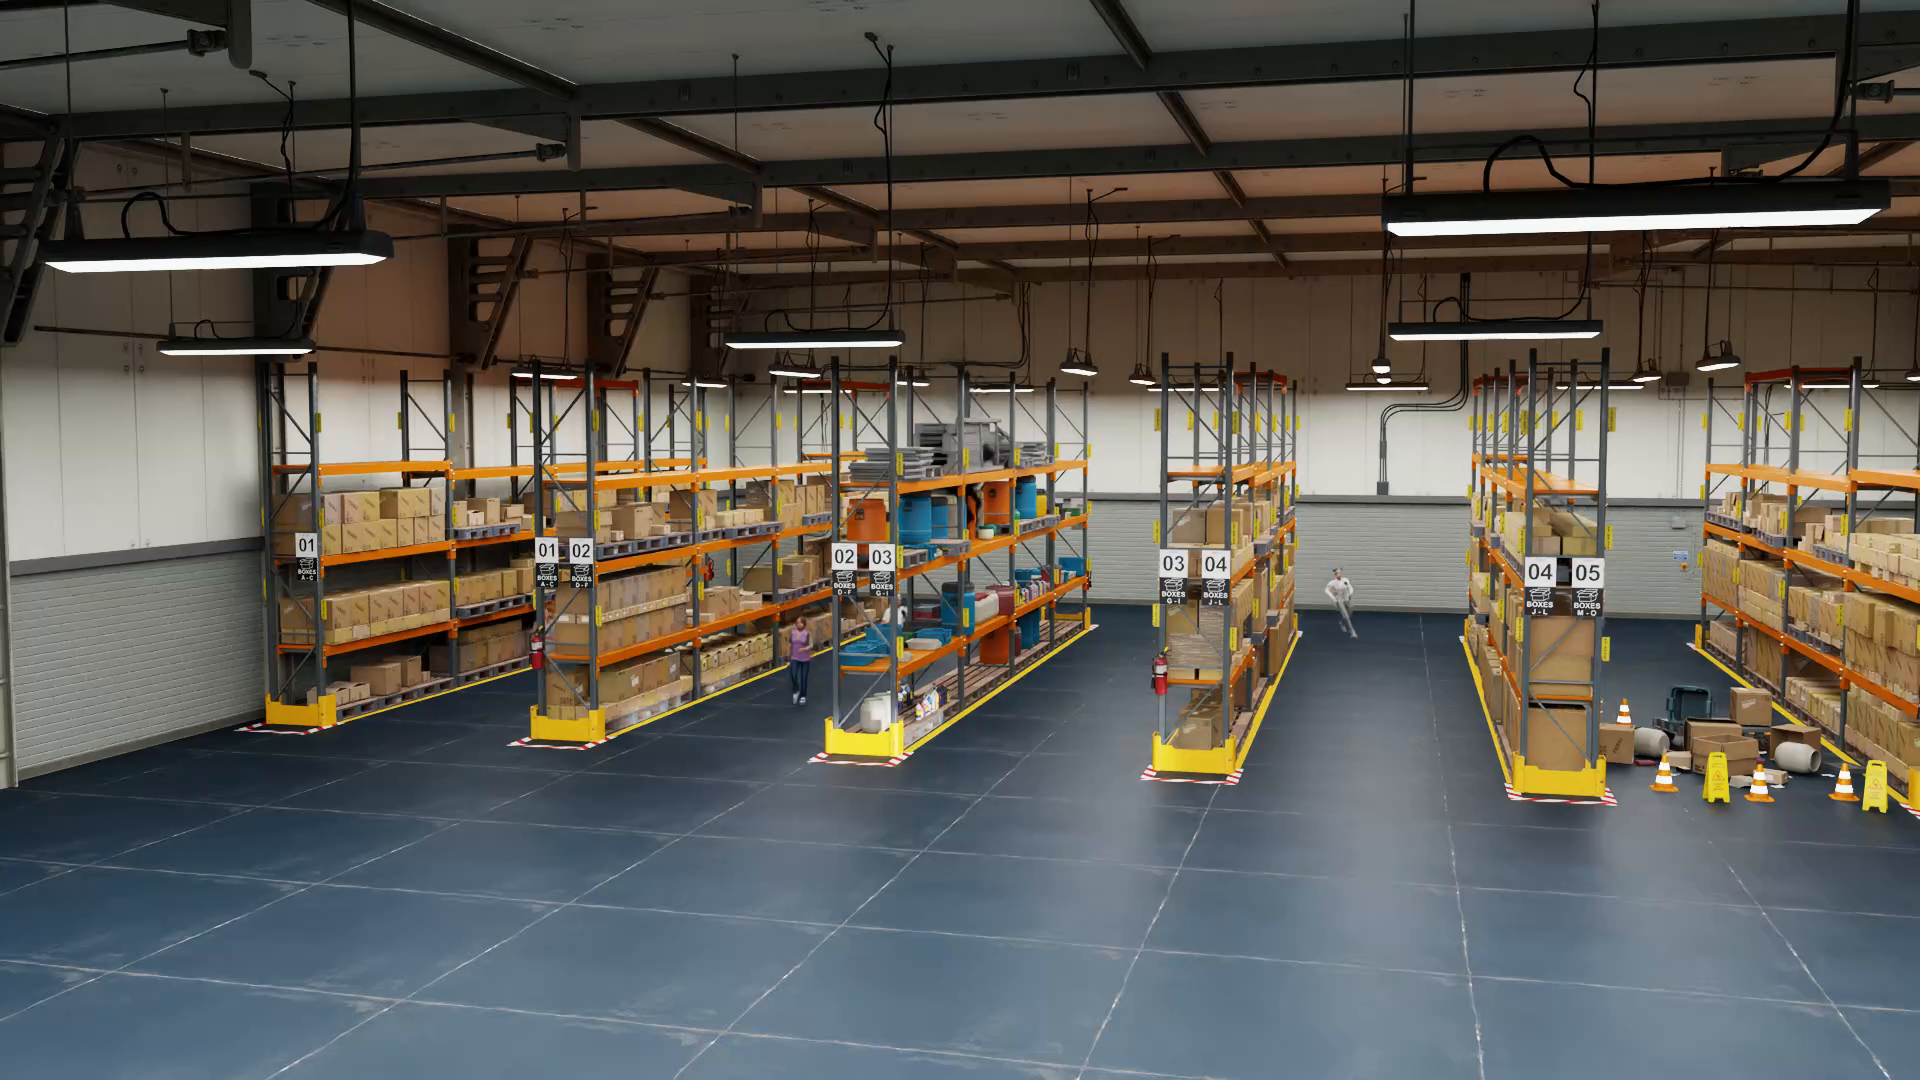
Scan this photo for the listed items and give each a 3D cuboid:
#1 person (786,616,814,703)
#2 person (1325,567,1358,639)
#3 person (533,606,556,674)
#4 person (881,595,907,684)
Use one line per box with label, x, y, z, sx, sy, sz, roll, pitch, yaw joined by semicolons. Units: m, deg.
person;-2.845;2.133;29.446;0.519;1.567;0.624;0;4;2
person;8.900;1.450;38.960;0.639;1.649;0.843;-1;4;-11
person;-7.548;2.037;30.417;0.586;1.693;0.833;0;4;2
person;-1.232;1.896;32.237;0.583;1.678;0.893;1;4;10
